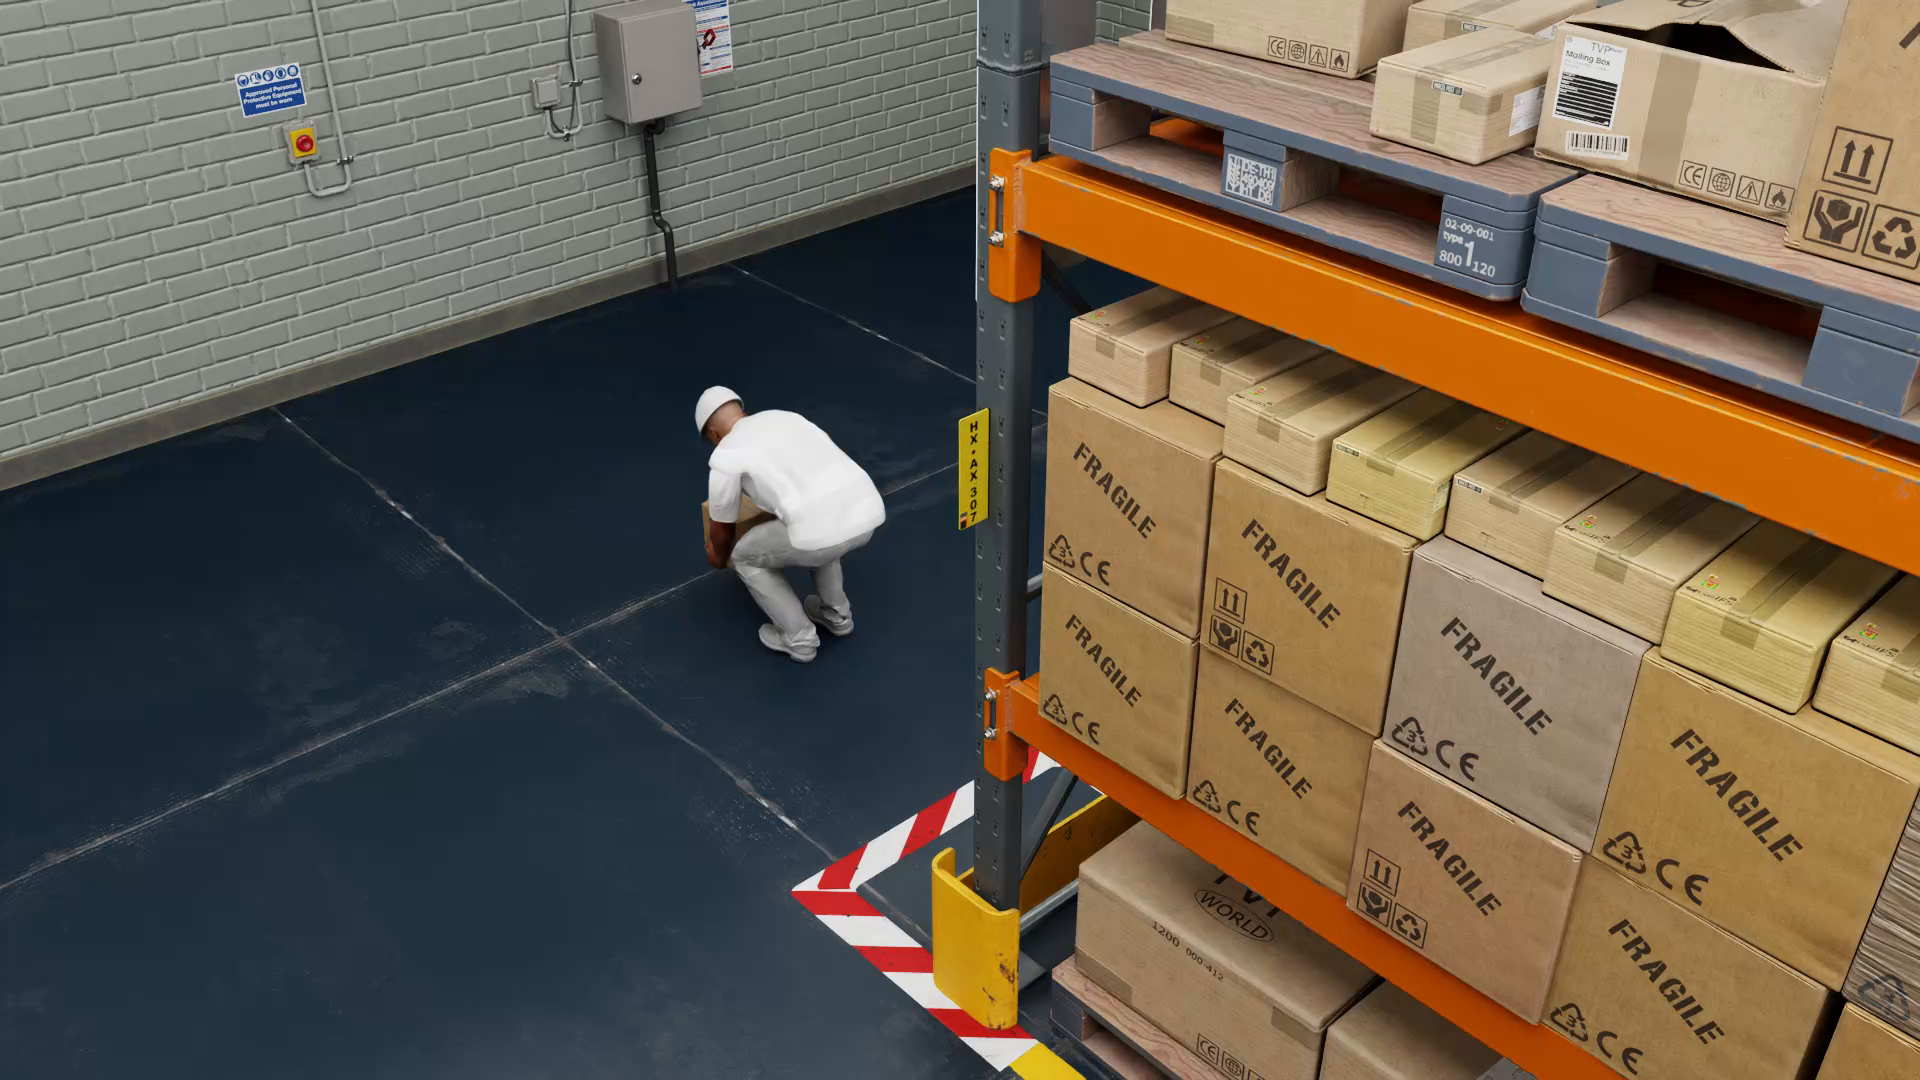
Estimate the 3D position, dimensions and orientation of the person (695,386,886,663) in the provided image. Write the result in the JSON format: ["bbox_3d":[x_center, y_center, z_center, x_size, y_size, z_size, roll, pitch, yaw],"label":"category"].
[{"bbox_3d":[-0.745,-0.068,6.948,0.525,1.010,0.946,-28,41,-37],"label":"person"}]
